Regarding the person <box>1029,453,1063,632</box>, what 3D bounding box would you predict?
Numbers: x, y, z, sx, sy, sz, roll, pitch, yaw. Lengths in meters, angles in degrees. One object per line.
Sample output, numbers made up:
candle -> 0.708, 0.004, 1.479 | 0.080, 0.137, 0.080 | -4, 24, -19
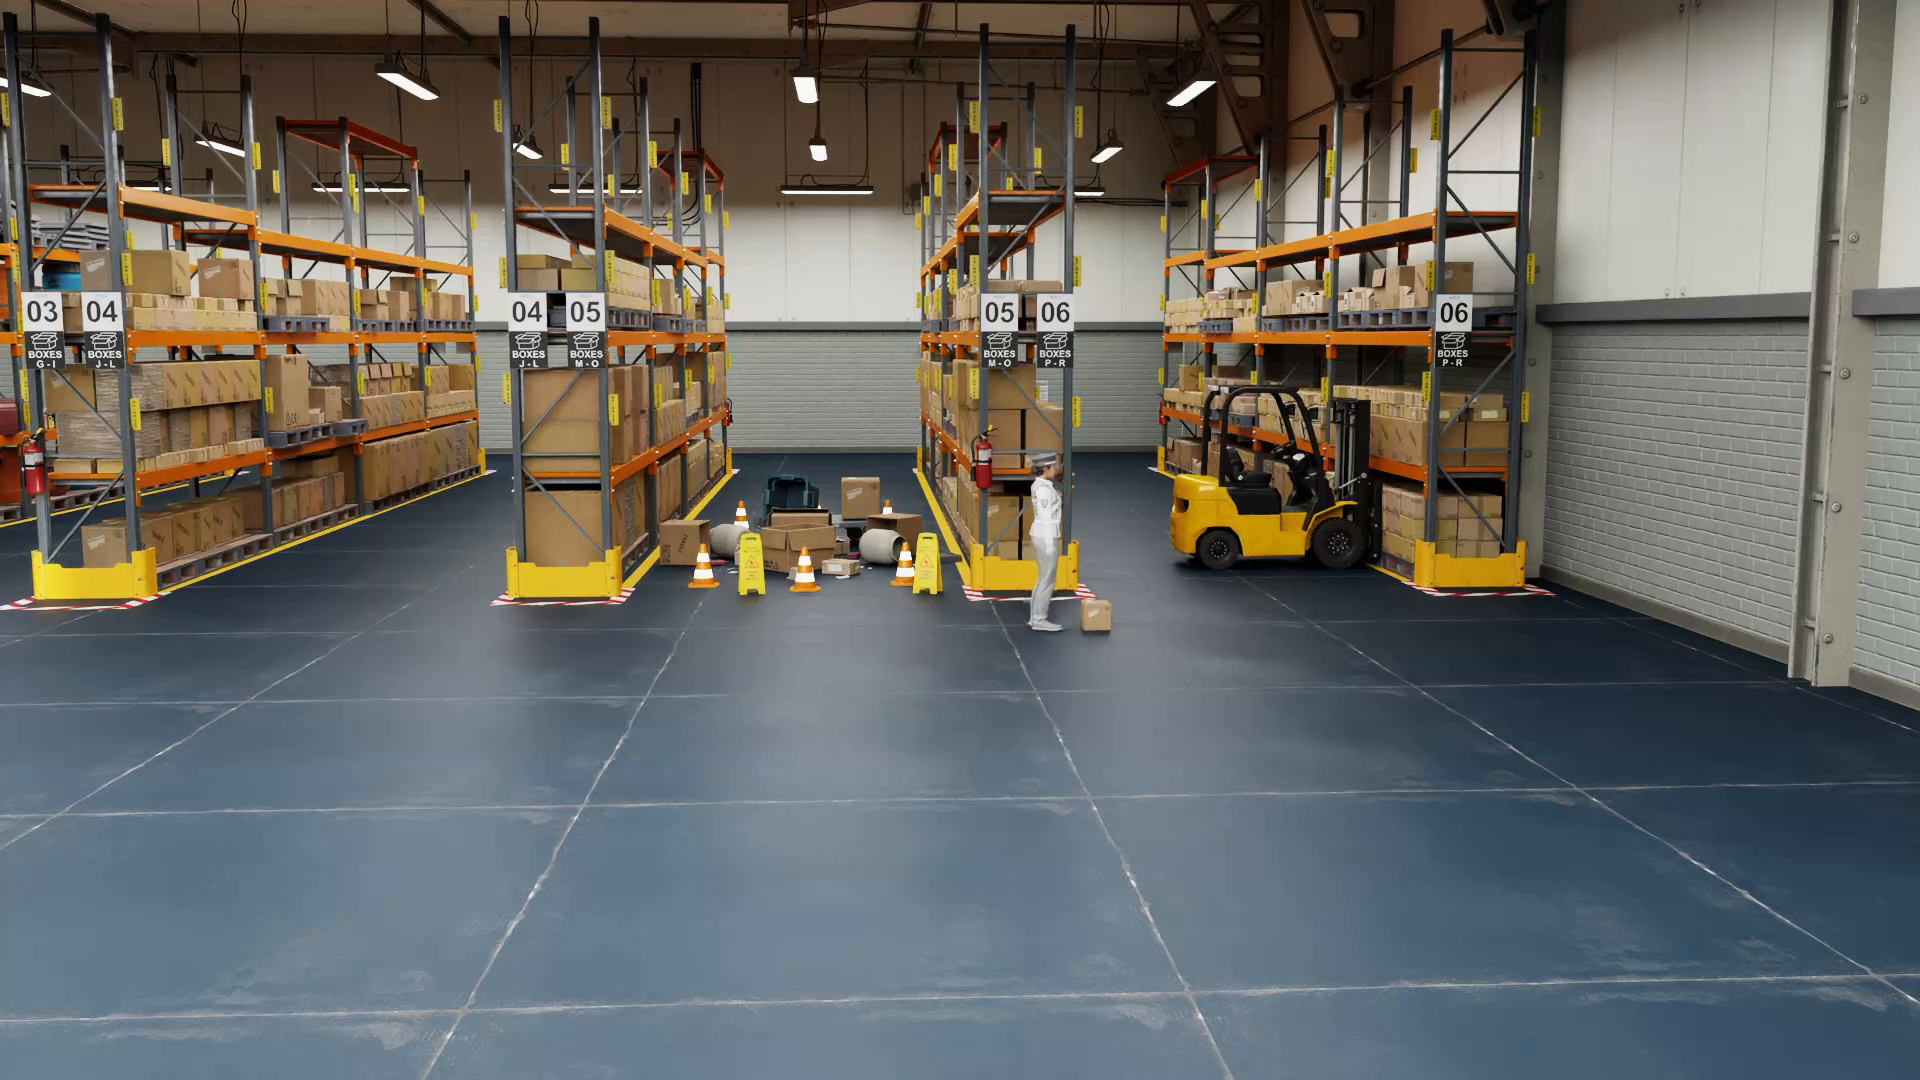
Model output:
person -> 0.817, 0.021, 15.638 | 0.329, 1.687, 0.466 | 0, 7, -2
